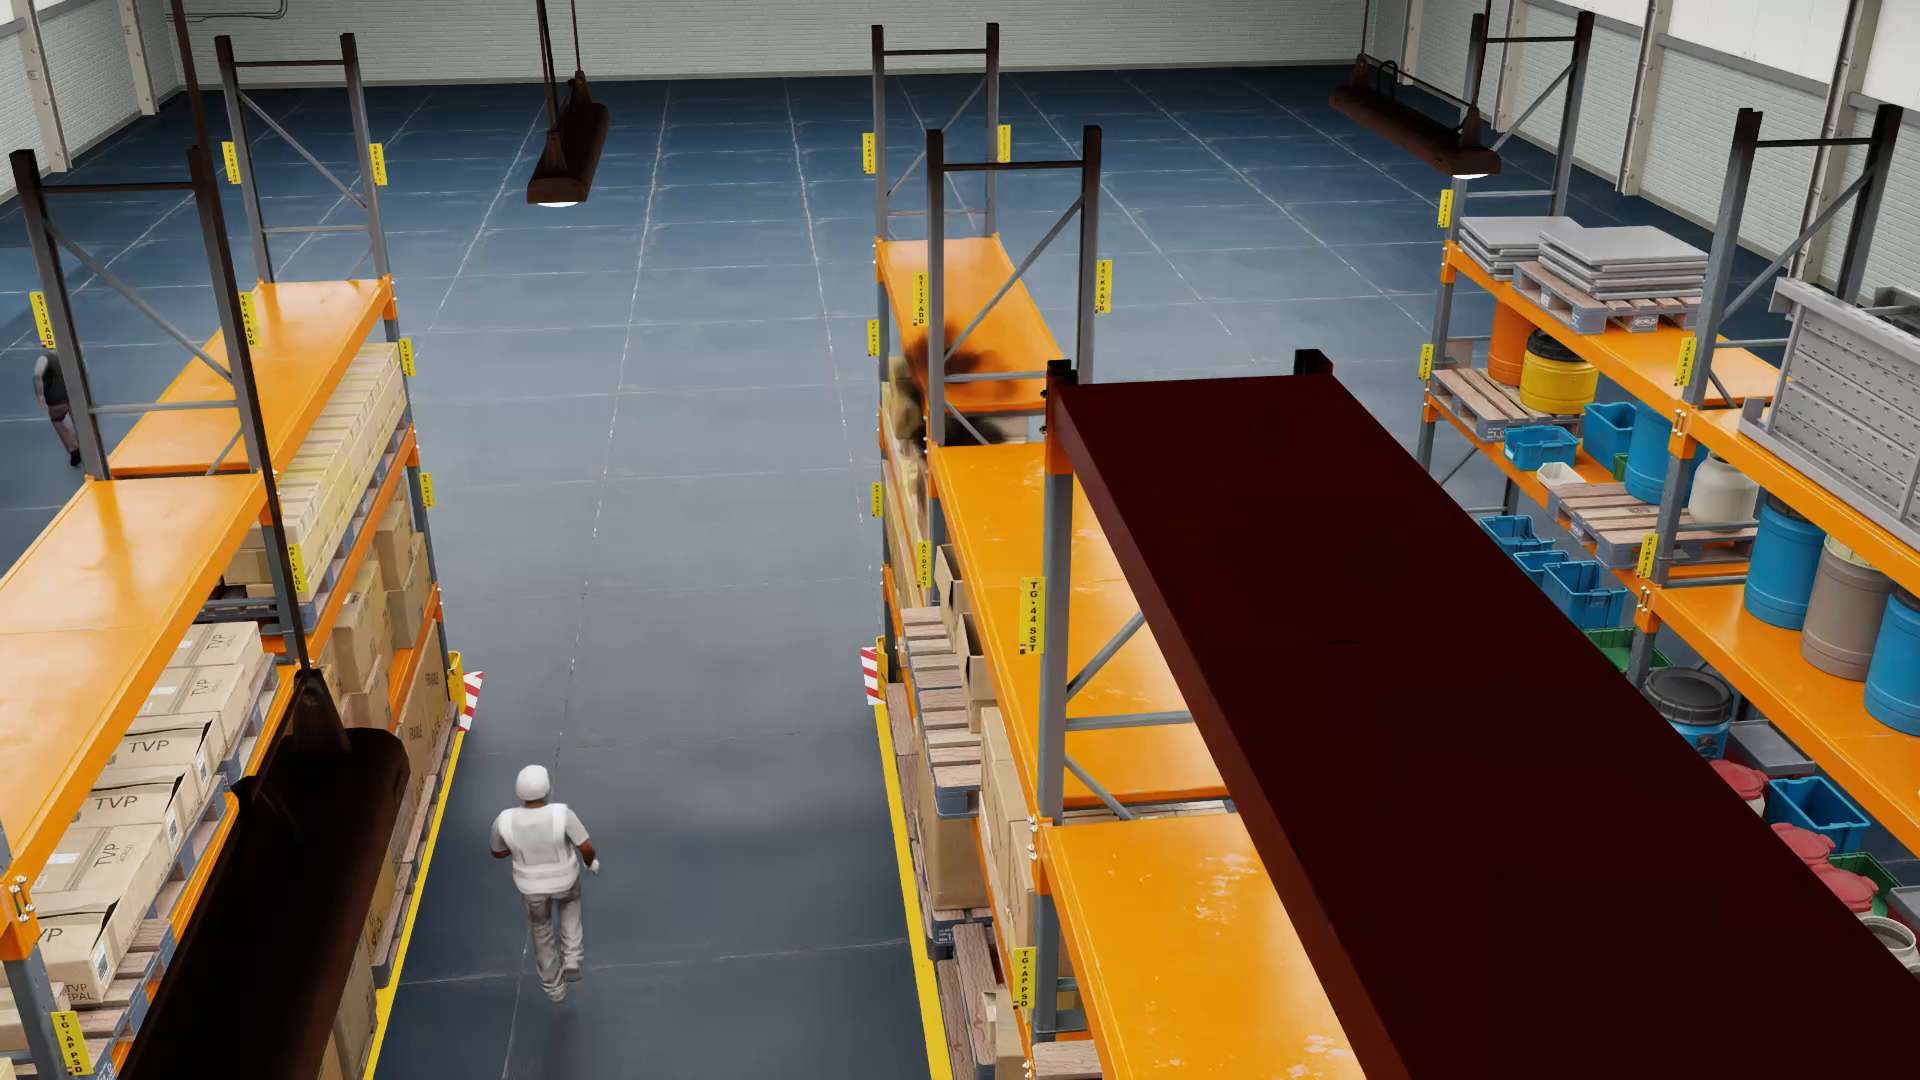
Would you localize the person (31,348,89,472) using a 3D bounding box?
[{"bbox_3d":[-10.712,-1.630,19.942,0.680,1.734,0.824,-21,33,-37],"label":"person"}]

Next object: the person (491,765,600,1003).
[{"bbox_3d":[-2.758,2.230,11.146,0.681,1.766,0.623,-5,26,-10],"label":"person"}]
